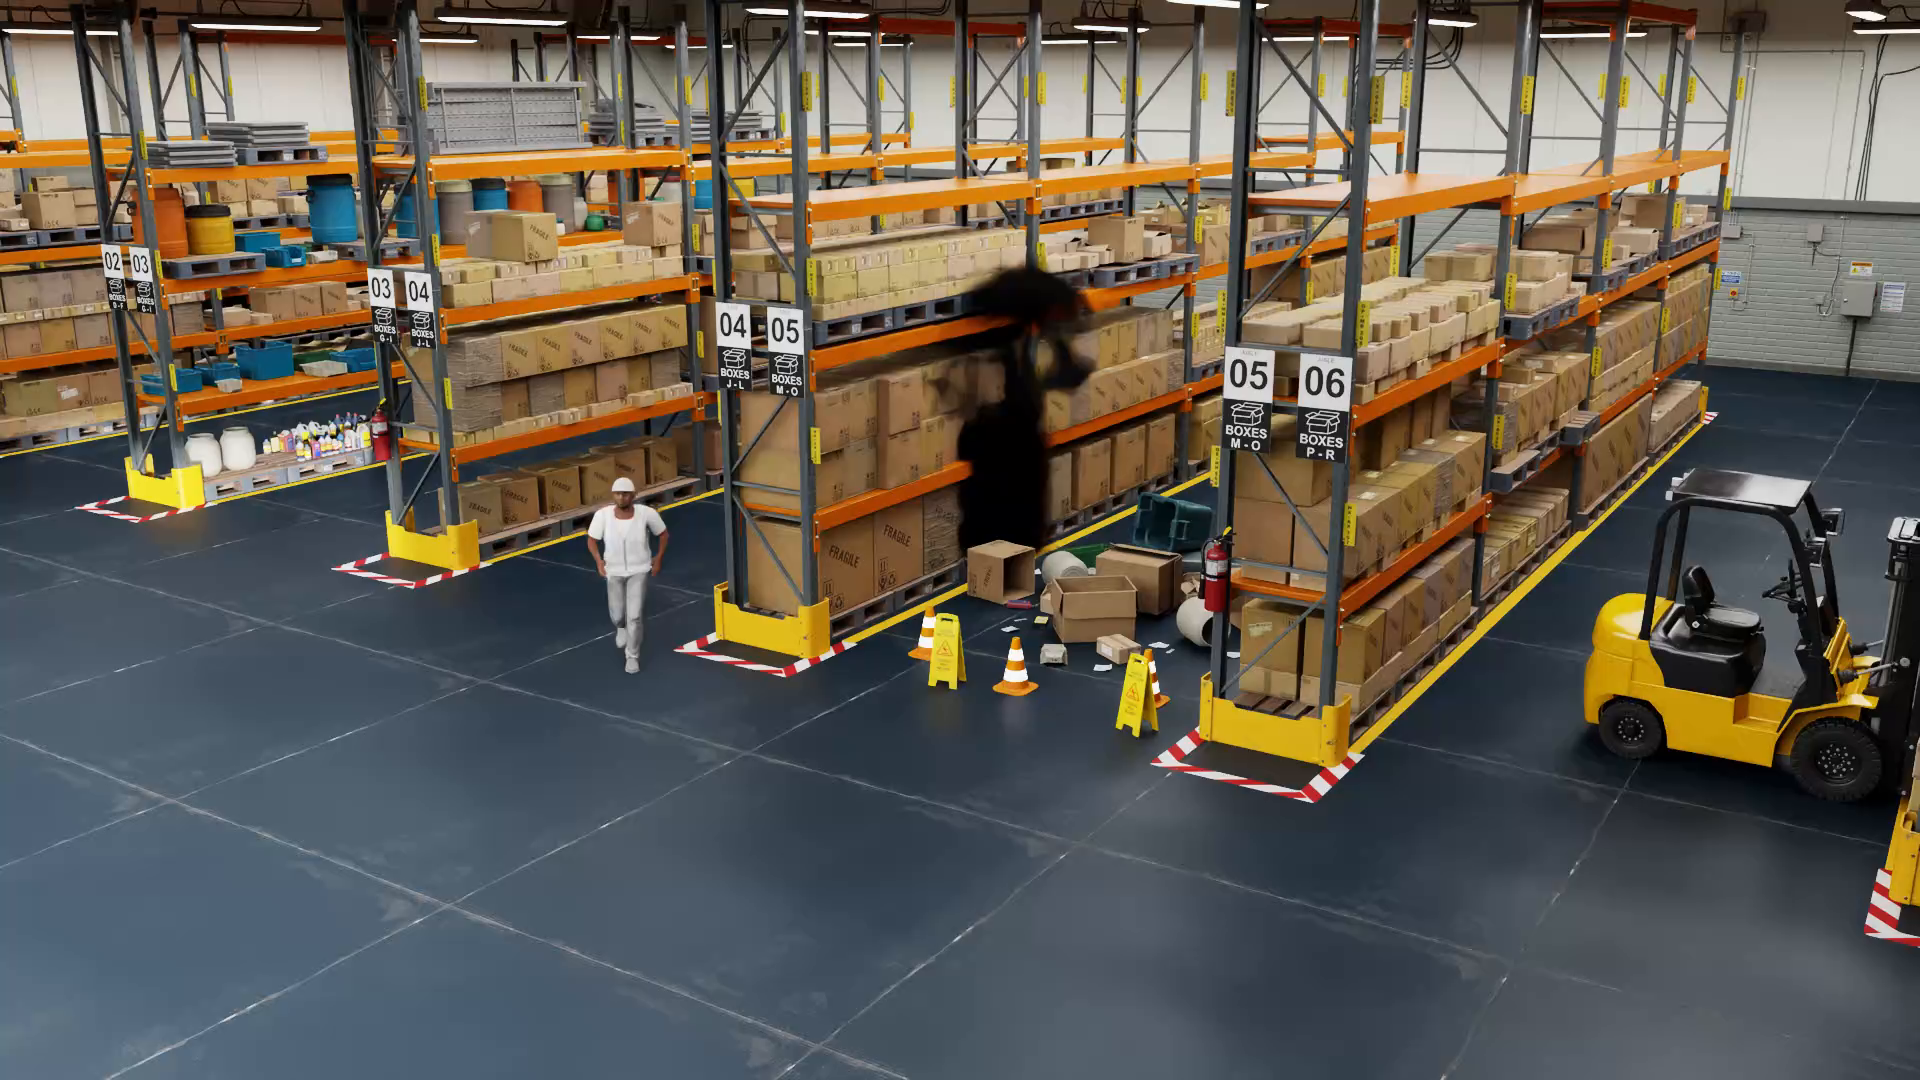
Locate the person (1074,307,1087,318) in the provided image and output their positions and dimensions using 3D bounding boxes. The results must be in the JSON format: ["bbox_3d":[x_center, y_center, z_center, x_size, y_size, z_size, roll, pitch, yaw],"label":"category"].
[{"bbox_3d":[1.901,-2.900,26.520,0.557,1.737,0.787,8,18,27],"label":"person"}]

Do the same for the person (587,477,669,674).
[{"bbox_3d":[-2.984,0.274,15.016,0.726,1.753,0.710,-1,16,-5],"label":"person"}]
